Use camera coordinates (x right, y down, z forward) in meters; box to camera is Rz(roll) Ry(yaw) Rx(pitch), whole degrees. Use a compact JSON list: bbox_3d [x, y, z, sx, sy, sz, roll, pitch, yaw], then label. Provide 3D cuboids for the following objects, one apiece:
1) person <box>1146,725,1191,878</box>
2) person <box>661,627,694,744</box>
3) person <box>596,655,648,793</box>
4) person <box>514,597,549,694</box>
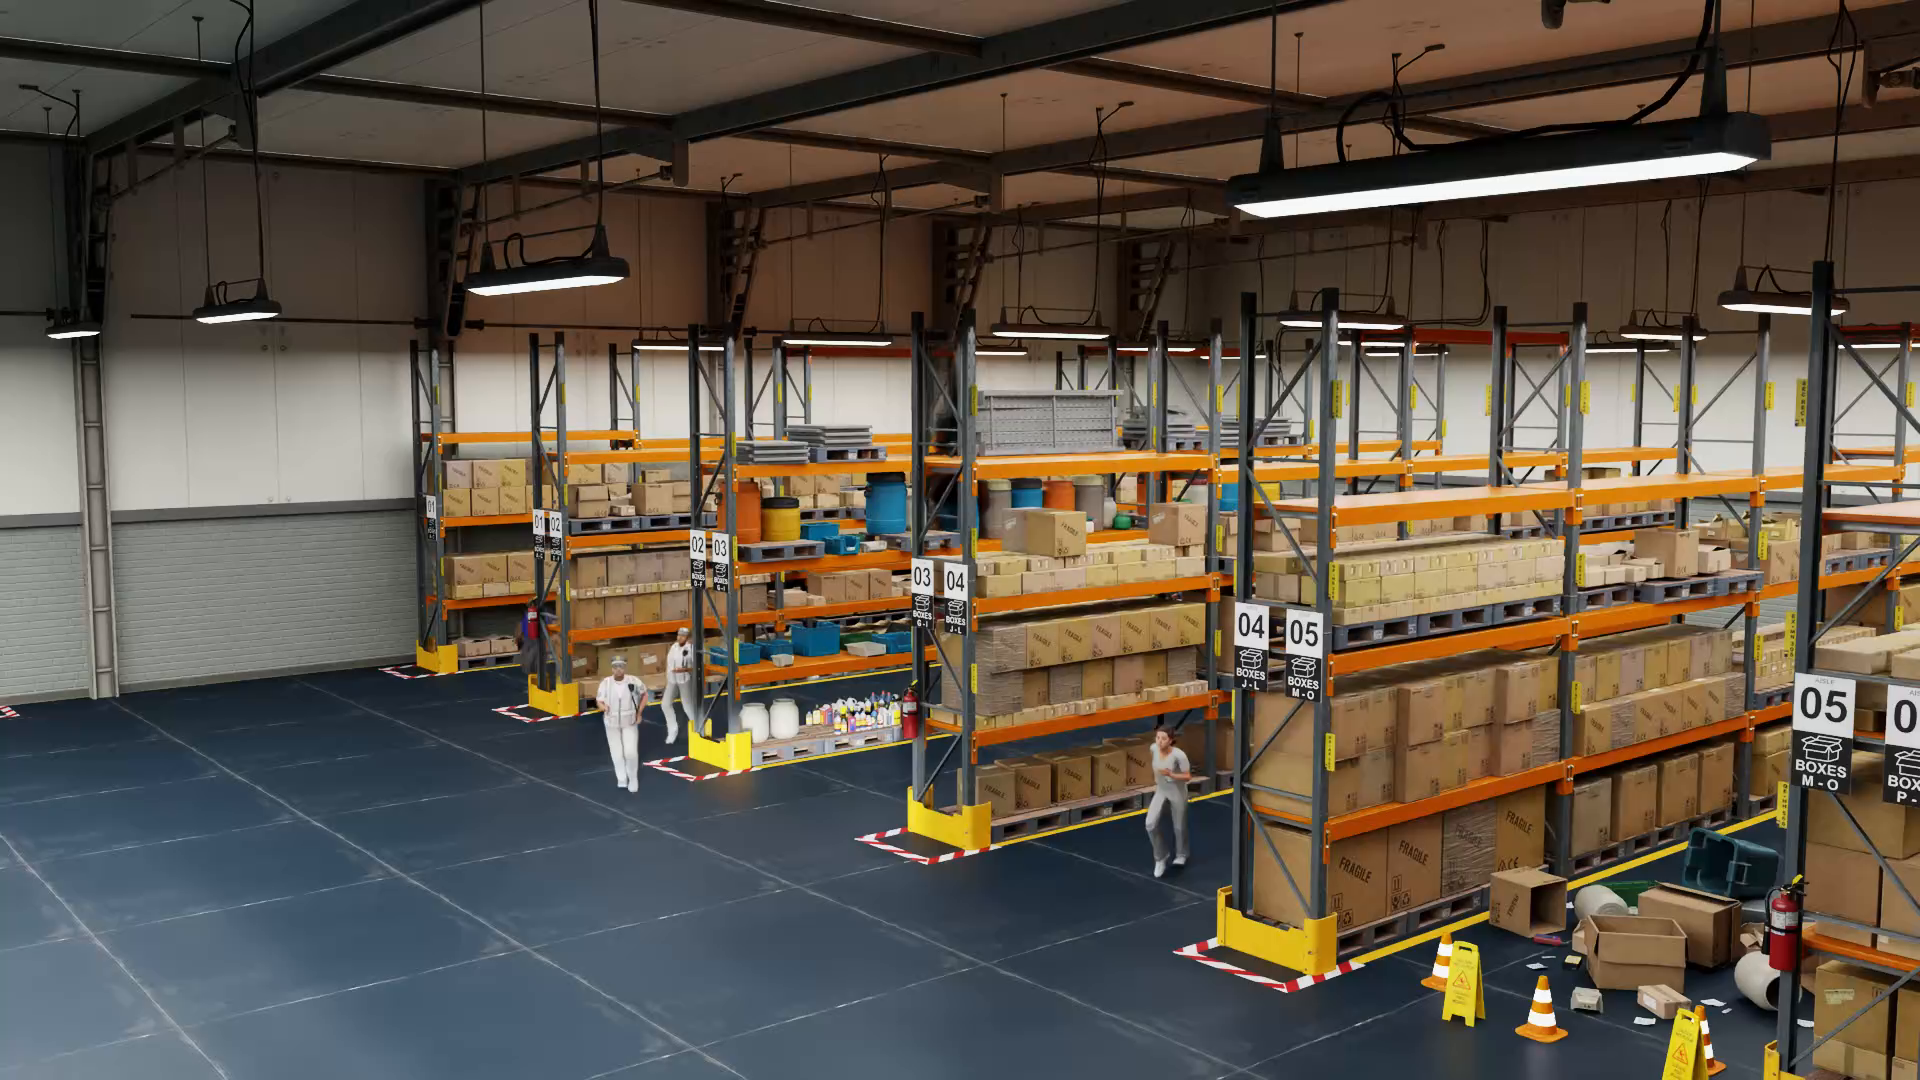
[{"bbox_3d":[2.229,2.724,17.547,0.558,1.624,0.891,3,6,28],"label":"person"},{"bbox_3d":[-4.069,2.117,24.307,0.607,1.704,0.723,2,6,18],"label":"person"},{"bbox_3d":[-4.296,2.345,21.111,0.638,1.788,0.698,0,5,-5],"label":"person"},{"bbox_3d":[-7.192,1.773,28.186,0.587,1.627,0.620,3,6,30],"label":"person"}]
